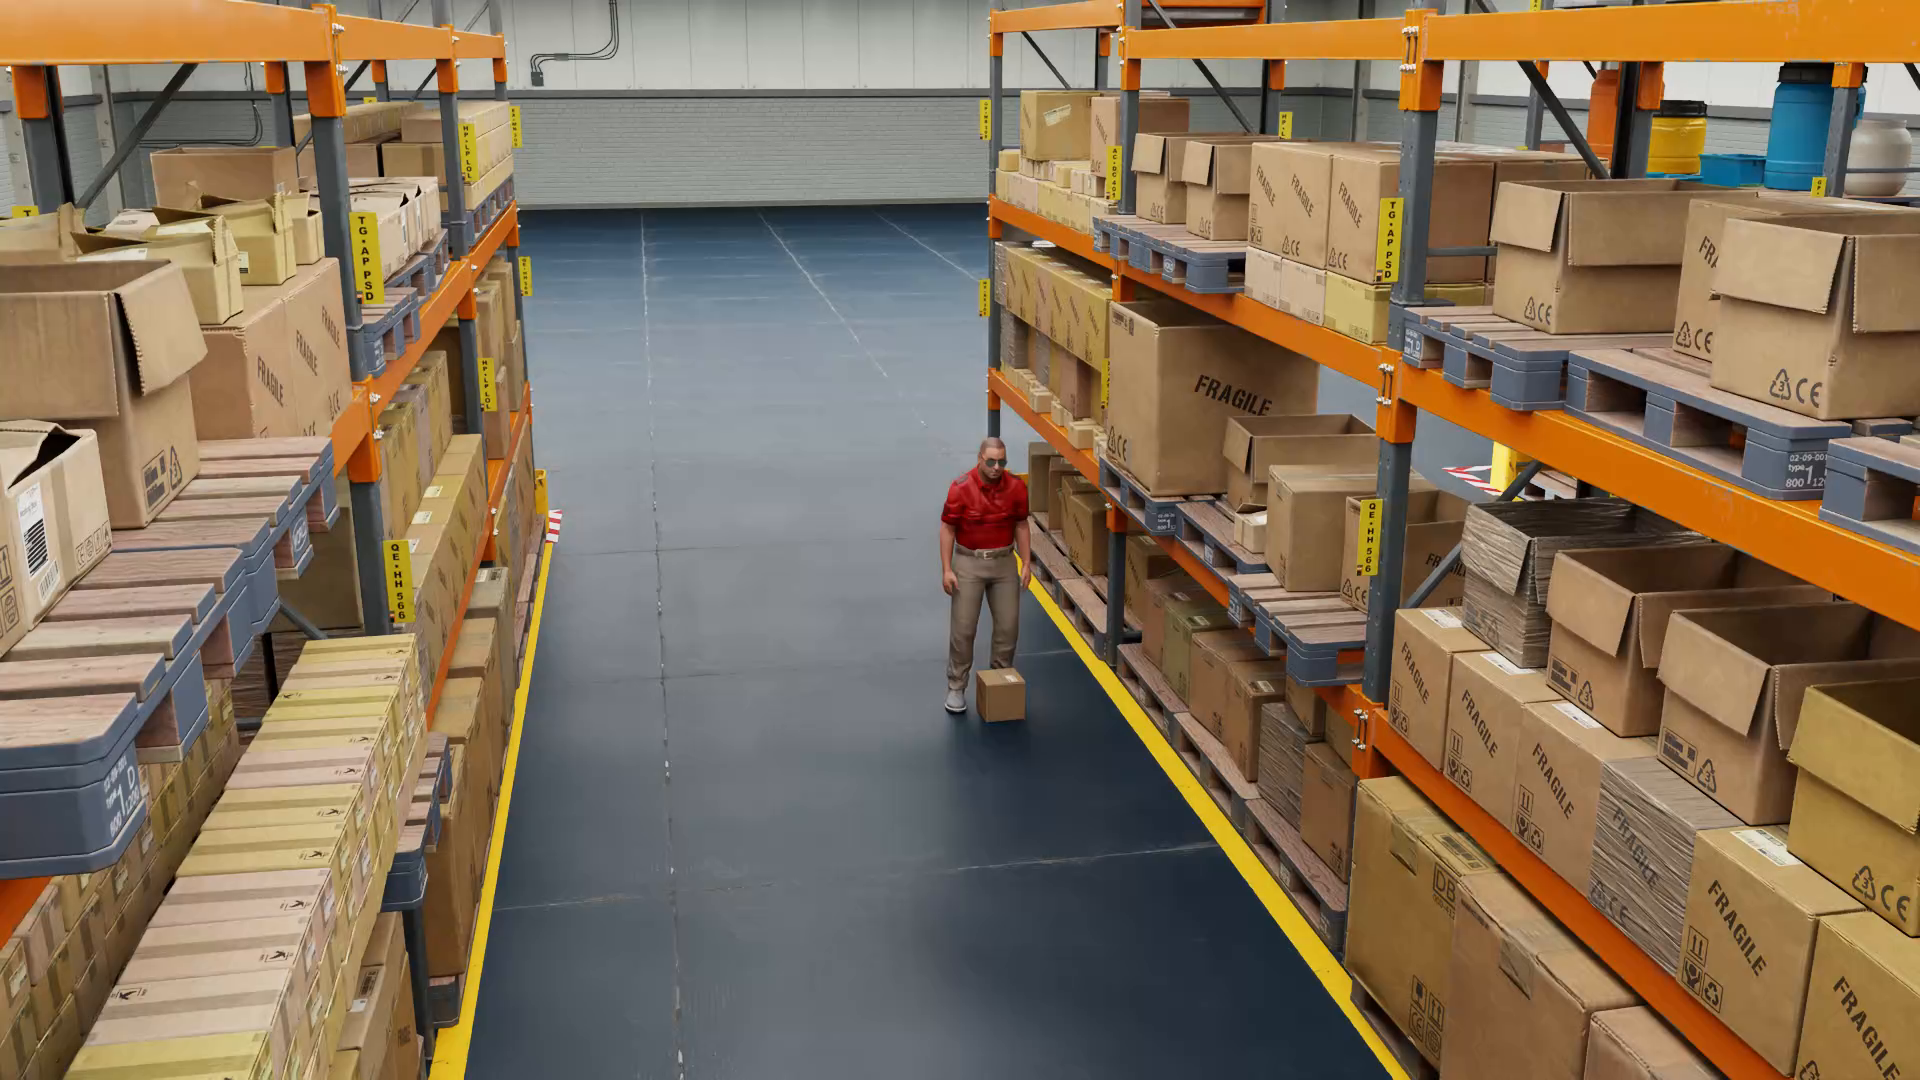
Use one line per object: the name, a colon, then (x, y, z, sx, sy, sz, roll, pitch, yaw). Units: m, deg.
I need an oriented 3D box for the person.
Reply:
person: (0.166, 0.193, 10.396, 0.585, 1.727, 0.394, -4, 17, -14)
